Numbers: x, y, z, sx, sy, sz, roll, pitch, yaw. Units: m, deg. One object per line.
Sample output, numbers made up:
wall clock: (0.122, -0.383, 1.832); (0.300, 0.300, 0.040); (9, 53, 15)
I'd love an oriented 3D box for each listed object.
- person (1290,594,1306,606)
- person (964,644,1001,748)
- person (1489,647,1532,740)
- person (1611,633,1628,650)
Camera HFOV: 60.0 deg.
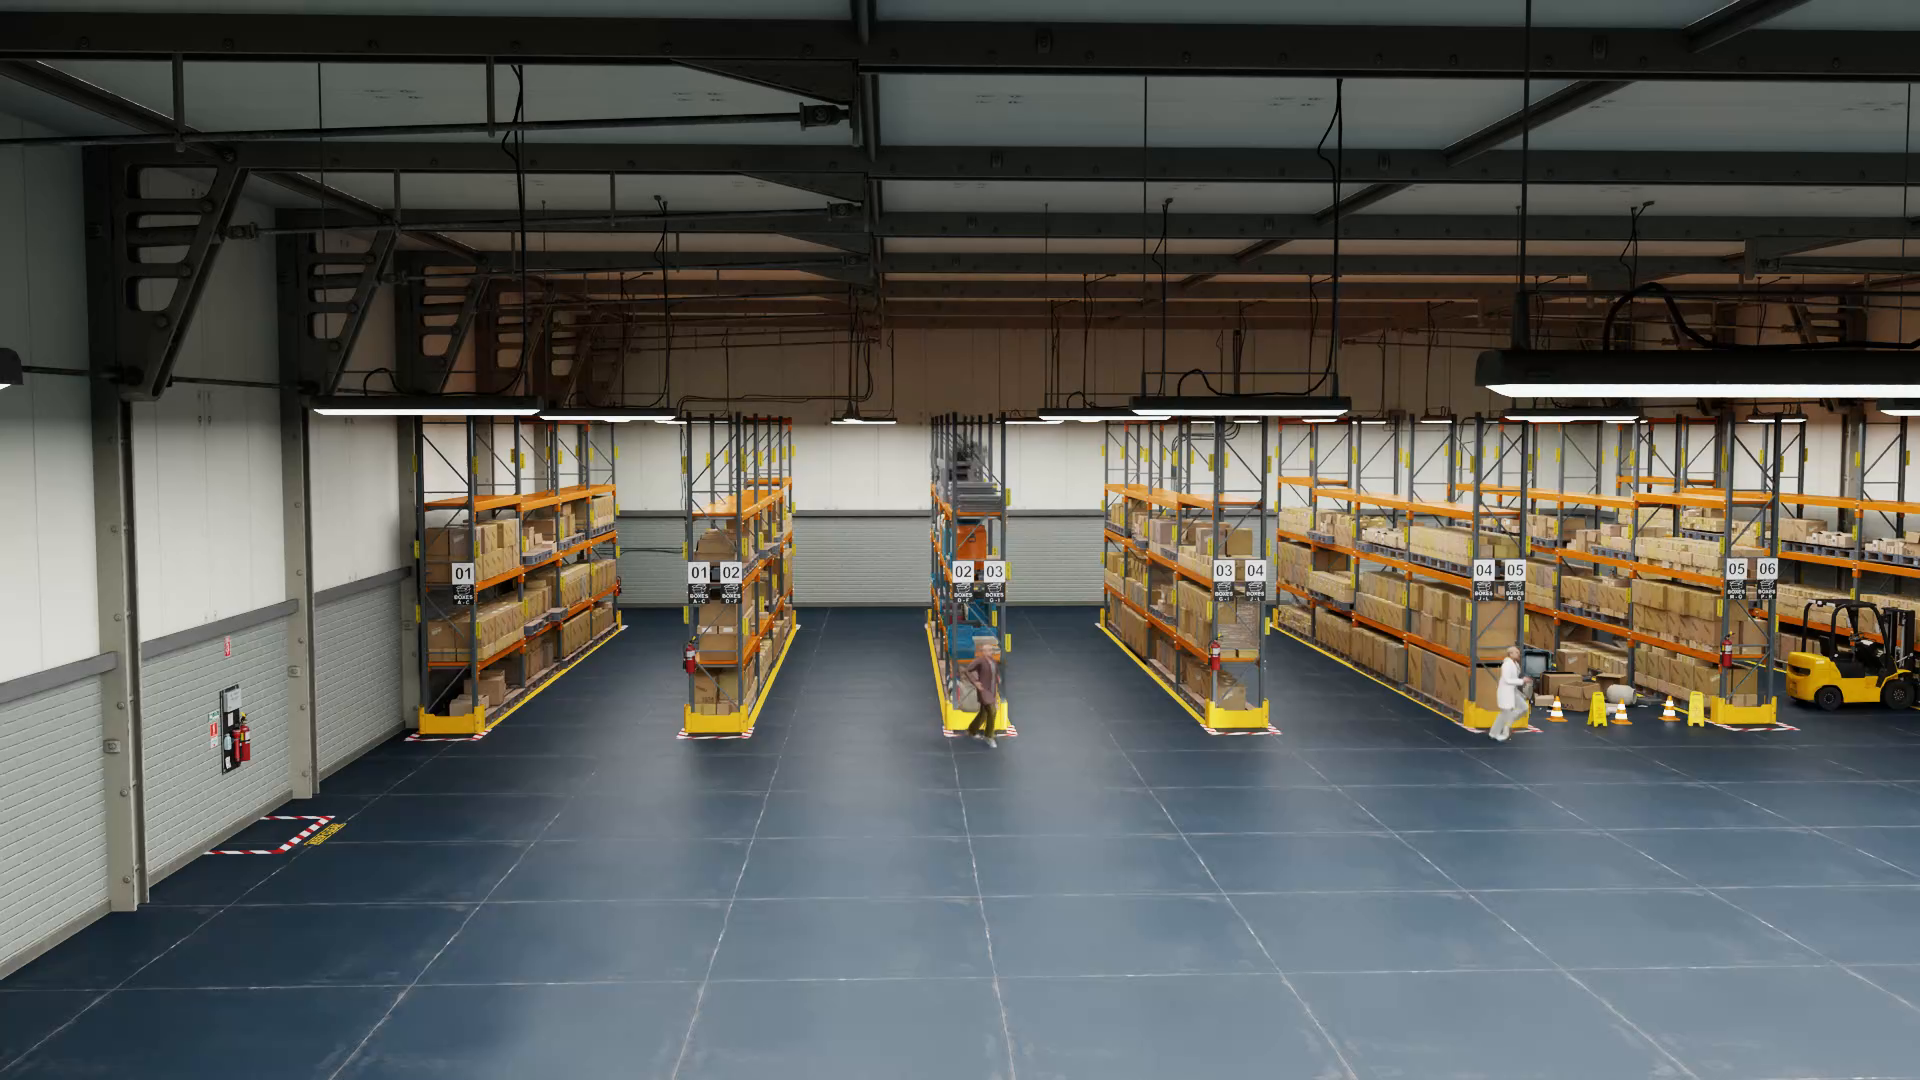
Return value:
person: (9.977, 1.506, 48.844); (0.759, 1.770, 0.688); (2, 4, 27)
person: (0.450, 2.809, 30.012); (0.749, 1.863, 0.733); (3, 5, 36)
person: (10.010, 2.788, 30.206); (0.809, 1.730, 0.761); (3, 5, 37)
person: (16.178, 2.120, 40.590); (0.655, 1.675, 0.570); (0, 4, -7)
